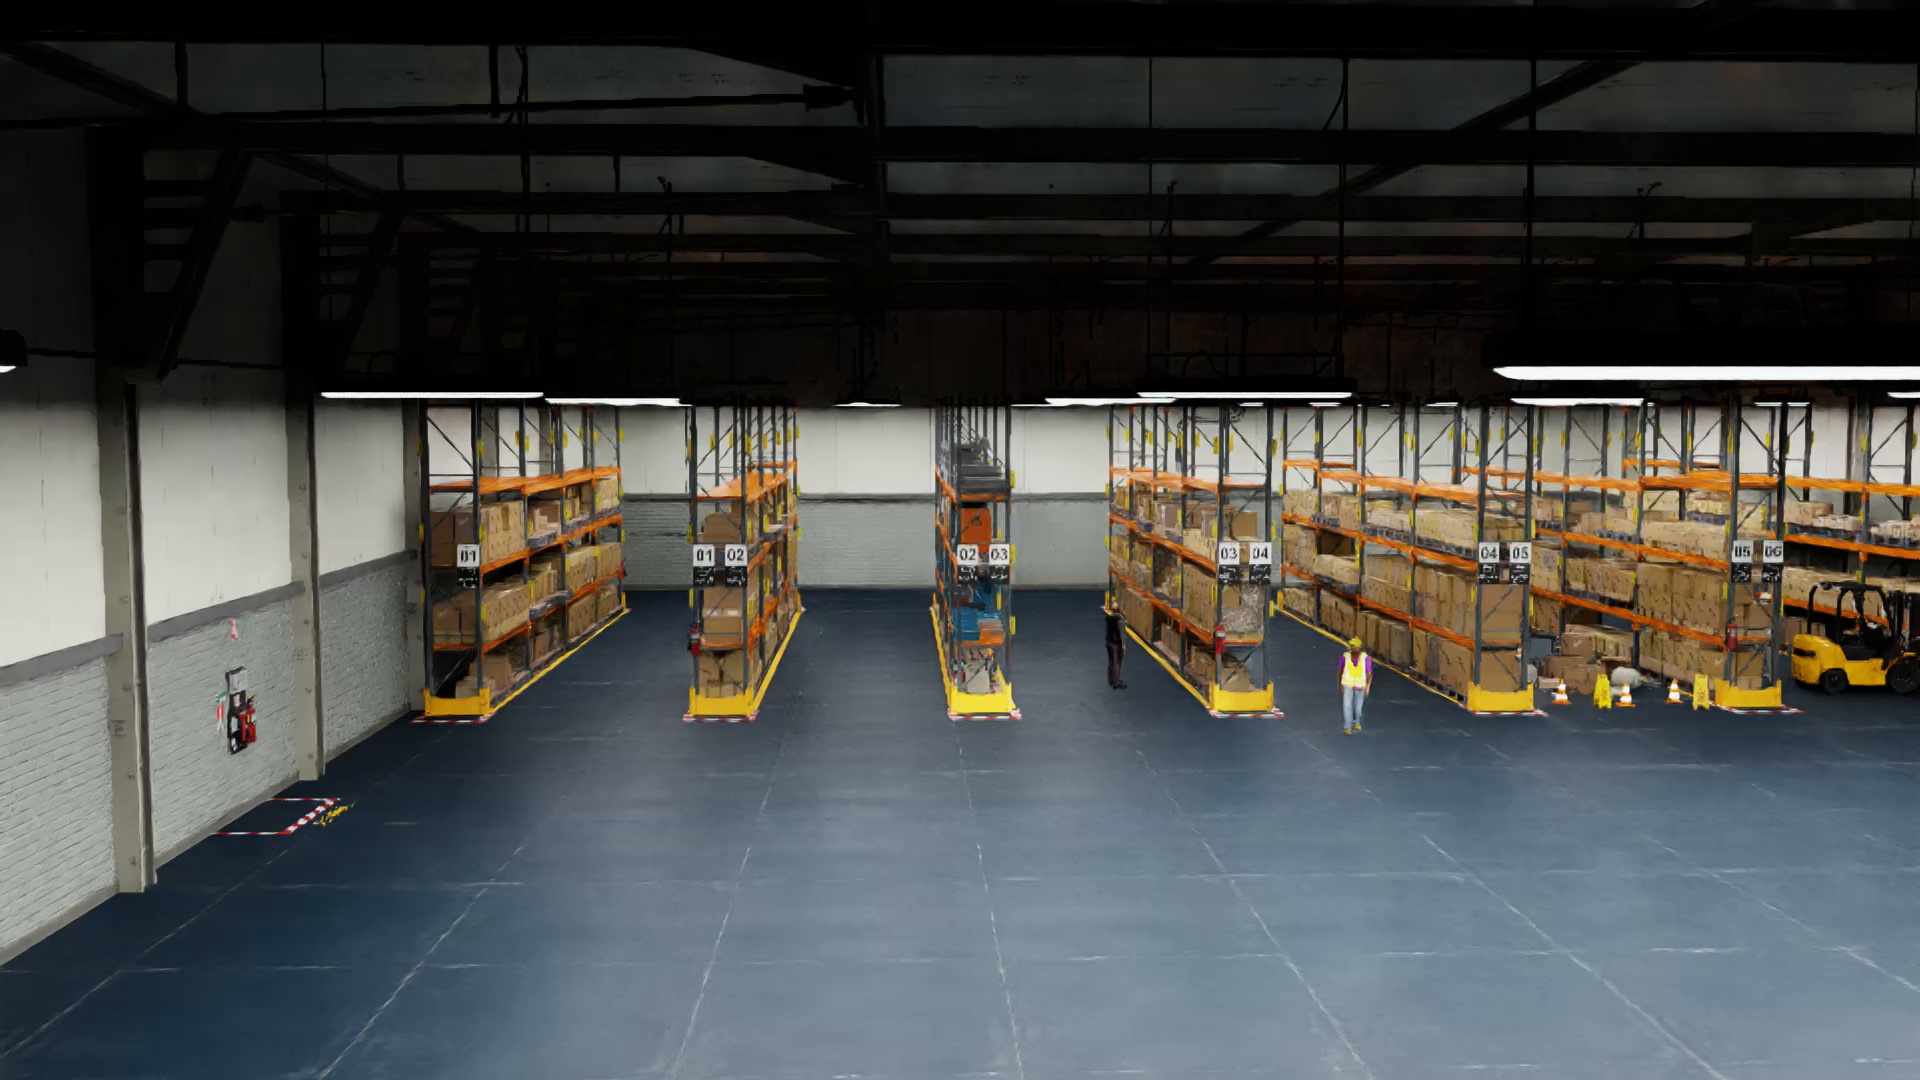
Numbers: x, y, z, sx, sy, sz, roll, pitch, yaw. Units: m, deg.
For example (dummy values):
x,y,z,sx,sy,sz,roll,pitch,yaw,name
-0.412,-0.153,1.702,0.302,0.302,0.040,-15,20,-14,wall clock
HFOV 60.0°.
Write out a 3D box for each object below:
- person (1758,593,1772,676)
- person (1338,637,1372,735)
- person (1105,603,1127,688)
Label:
x,y,z,sx,sy,sz,roll,pitch,yaw,name
17.271,2.014,35.756,0.573,1.764,0.669,2,5,28,person
6.963,2.555,29.303,0.571,1.706,1.042,1,5,7,person
3.242,2.154,34.236,0.442,1.730,0.586,-3,5,-32,person
